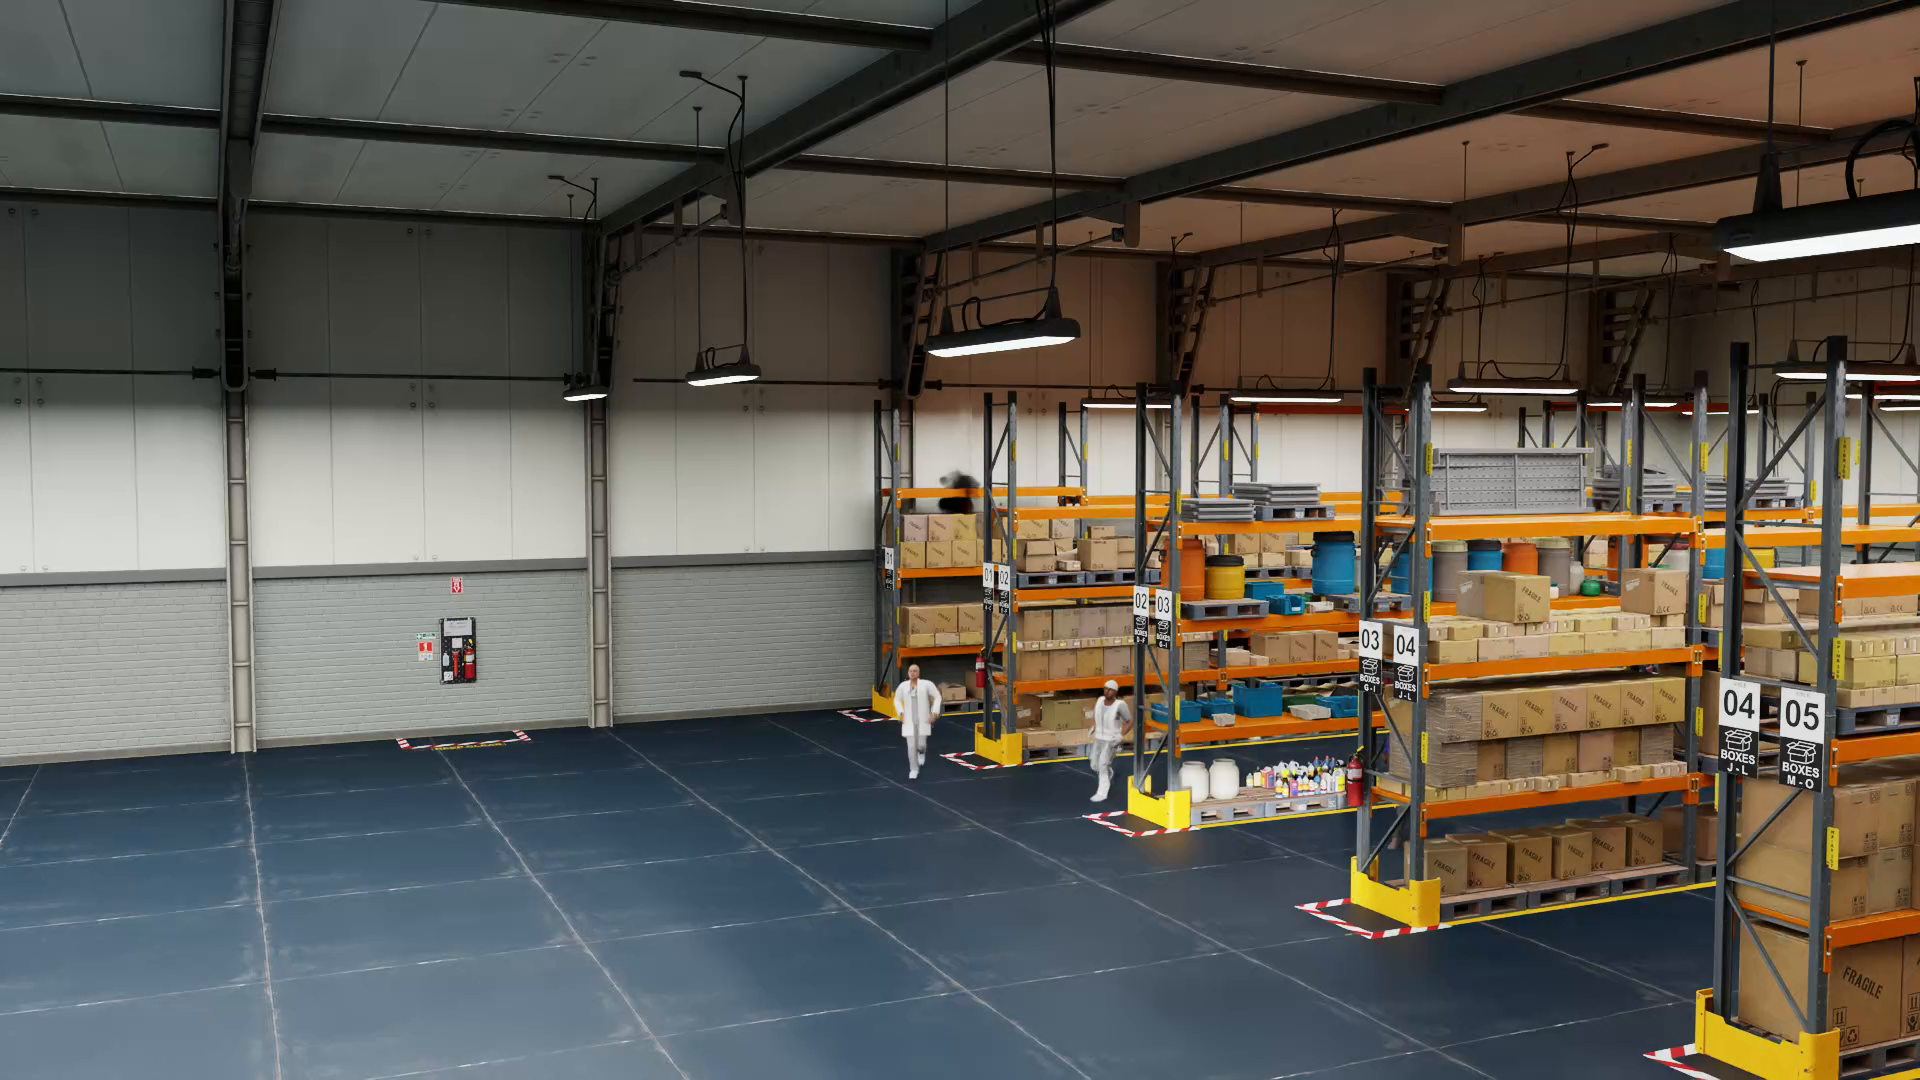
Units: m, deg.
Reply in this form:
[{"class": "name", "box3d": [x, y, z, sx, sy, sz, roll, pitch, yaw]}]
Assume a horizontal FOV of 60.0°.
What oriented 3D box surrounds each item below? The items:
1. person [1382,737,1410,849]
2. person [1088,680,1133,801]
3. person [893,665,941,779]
[{"class": "person", "box3d": [5.758, 3.115, 21.481, 0.593, 1.700, 0.913, 3, 4, 41]}, {"class": "person", "box3d": [2.204, 2.906, 24.167, 0.713, 1.767, 0.643, 3, 4, 38]}, {"class": "person", "box3d": [-0.668, 2.785, 25.623, 0.727, 1.750, 0.711, 0, 3, 7]}]
